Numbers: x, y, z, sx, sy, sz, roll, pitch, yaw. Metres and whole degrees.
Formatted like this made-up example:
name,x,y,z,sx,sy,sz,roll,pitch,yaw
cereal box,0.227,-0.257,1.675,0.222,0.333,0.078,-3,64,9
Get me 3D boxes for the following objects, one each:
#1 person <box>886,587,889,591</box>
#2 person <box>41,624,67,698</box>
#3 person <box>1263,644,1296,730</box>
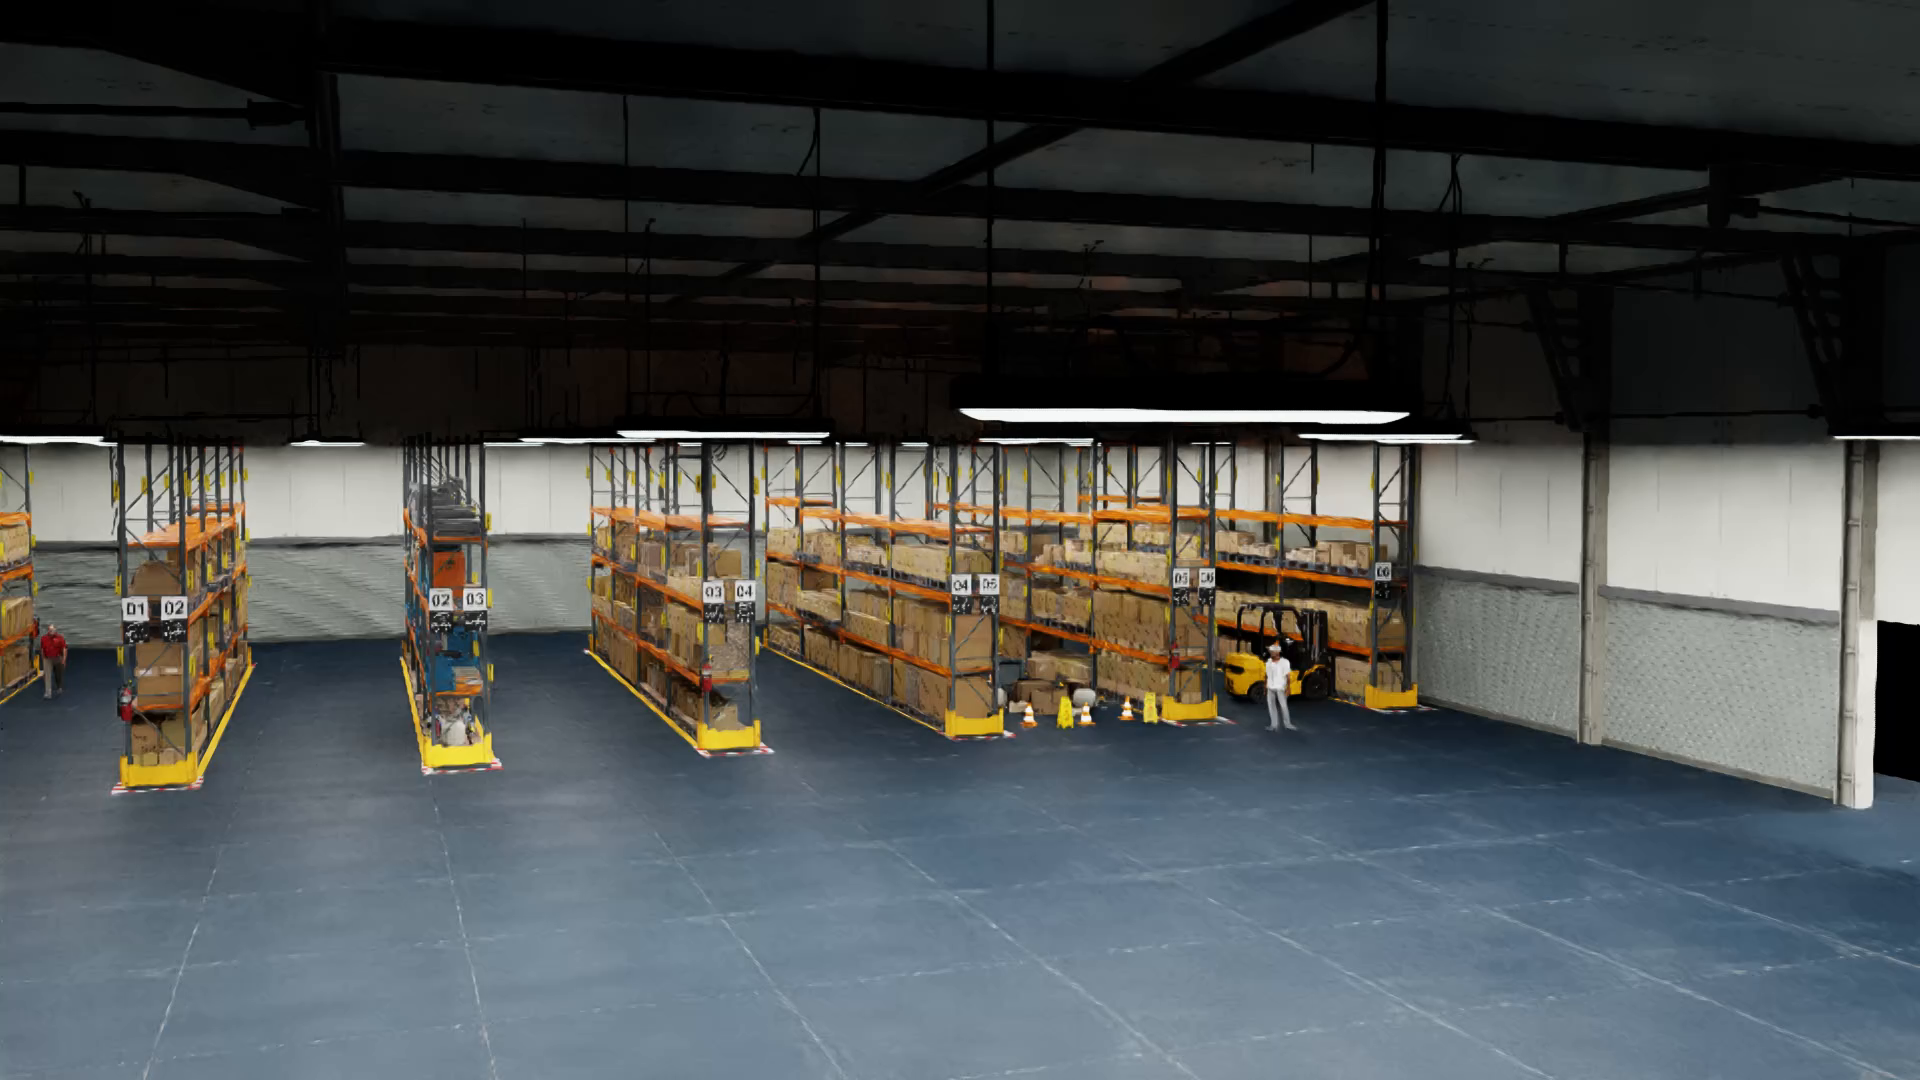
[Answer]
name,x,y,z,sx,sy,sz,roll,pitch,yaw
person,-2.019,2.191,48.714,0.497,1.660,0.608,-2,4,-25
person,-20.865,2.762,38.279,0.545,1.666,1.040,-1,3,-21
person,6.472,2.979,33.802,0.658,1.759,0.540,3,4,42
